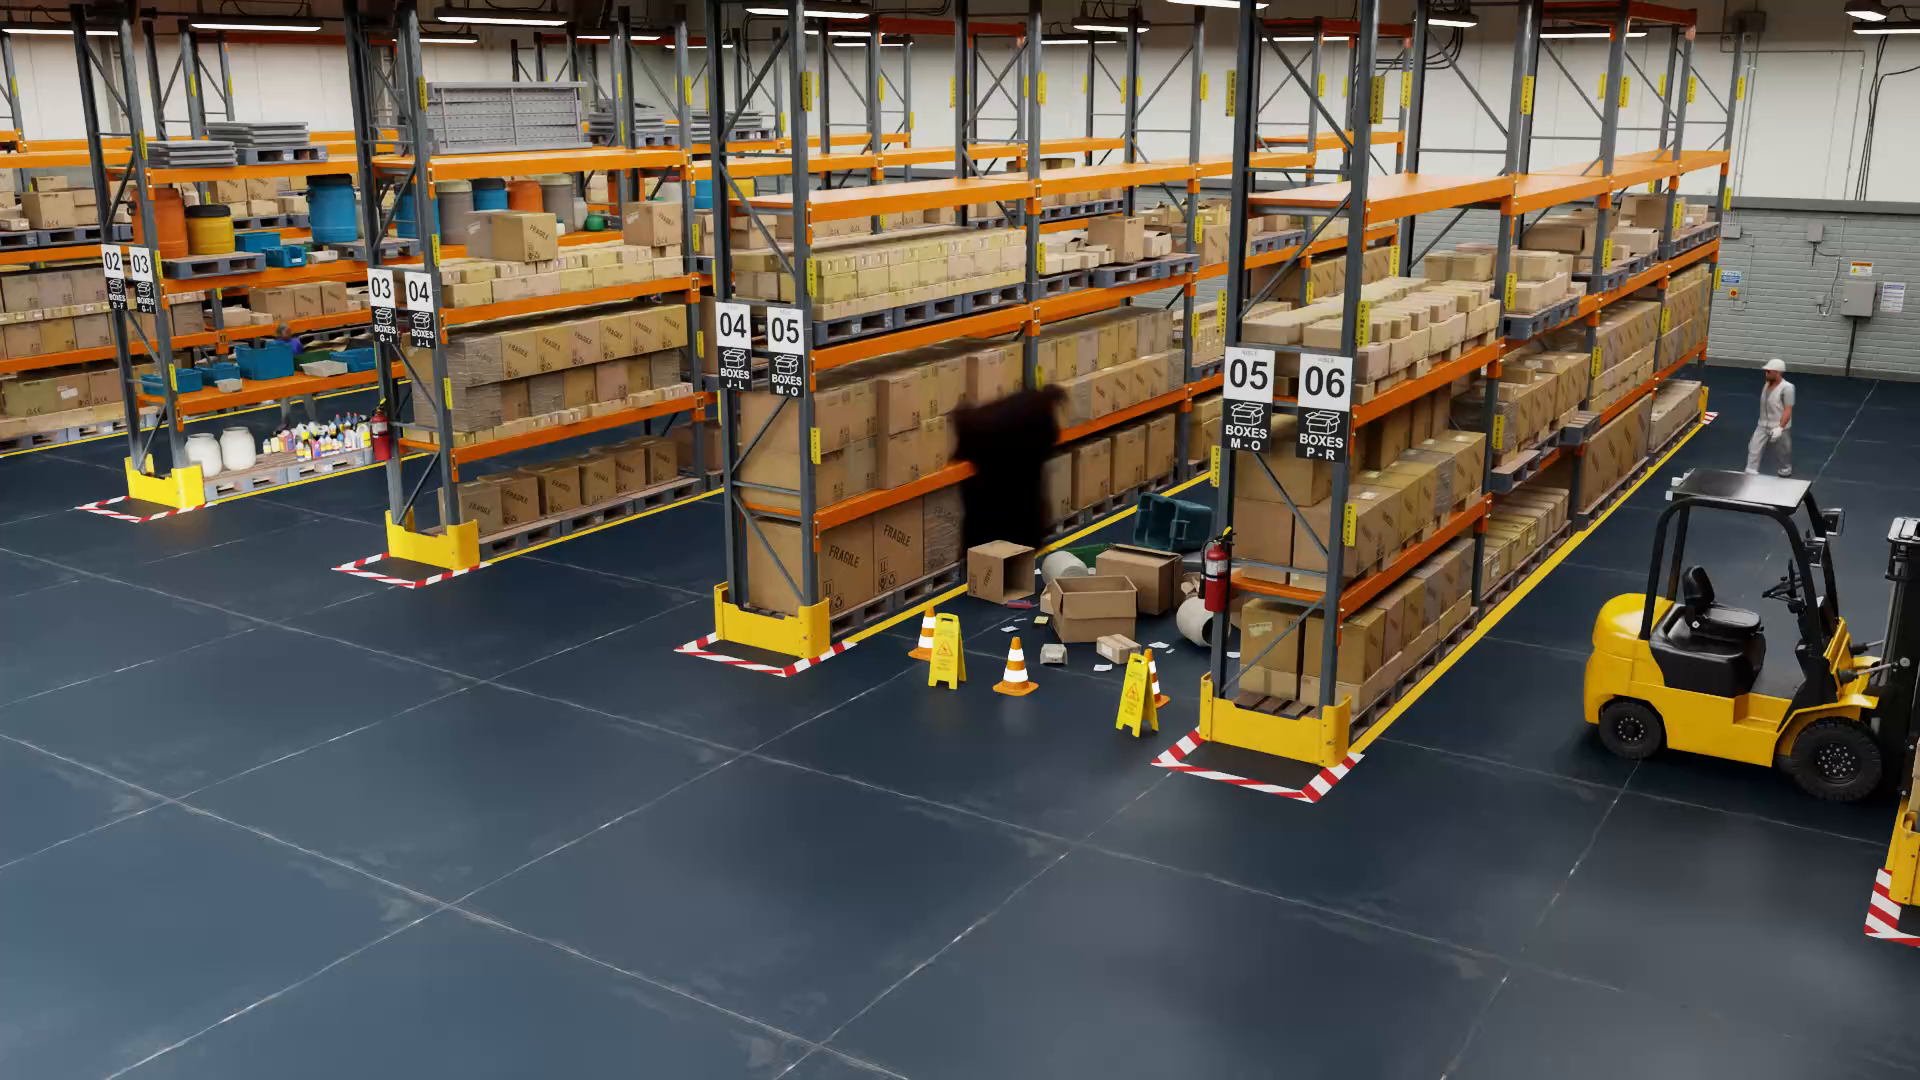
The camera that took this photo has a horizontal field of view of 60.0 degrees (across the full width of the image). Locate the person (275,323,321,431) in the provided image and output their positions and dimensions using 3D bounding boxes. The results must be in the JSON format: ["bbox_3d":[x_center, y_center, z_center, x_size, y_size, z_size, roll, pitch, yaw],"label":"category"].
[{"bbox_3d":[-9.966,-2.436,24.932,0.670,1.674,0.560,-6,17,-20],"label":"person"}]

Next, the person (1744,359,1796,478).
[{"bbox_3d":[10.189,-1.403,20.916,0.993,1.731,0.515,-9,18,-30],"label":"person"}]
